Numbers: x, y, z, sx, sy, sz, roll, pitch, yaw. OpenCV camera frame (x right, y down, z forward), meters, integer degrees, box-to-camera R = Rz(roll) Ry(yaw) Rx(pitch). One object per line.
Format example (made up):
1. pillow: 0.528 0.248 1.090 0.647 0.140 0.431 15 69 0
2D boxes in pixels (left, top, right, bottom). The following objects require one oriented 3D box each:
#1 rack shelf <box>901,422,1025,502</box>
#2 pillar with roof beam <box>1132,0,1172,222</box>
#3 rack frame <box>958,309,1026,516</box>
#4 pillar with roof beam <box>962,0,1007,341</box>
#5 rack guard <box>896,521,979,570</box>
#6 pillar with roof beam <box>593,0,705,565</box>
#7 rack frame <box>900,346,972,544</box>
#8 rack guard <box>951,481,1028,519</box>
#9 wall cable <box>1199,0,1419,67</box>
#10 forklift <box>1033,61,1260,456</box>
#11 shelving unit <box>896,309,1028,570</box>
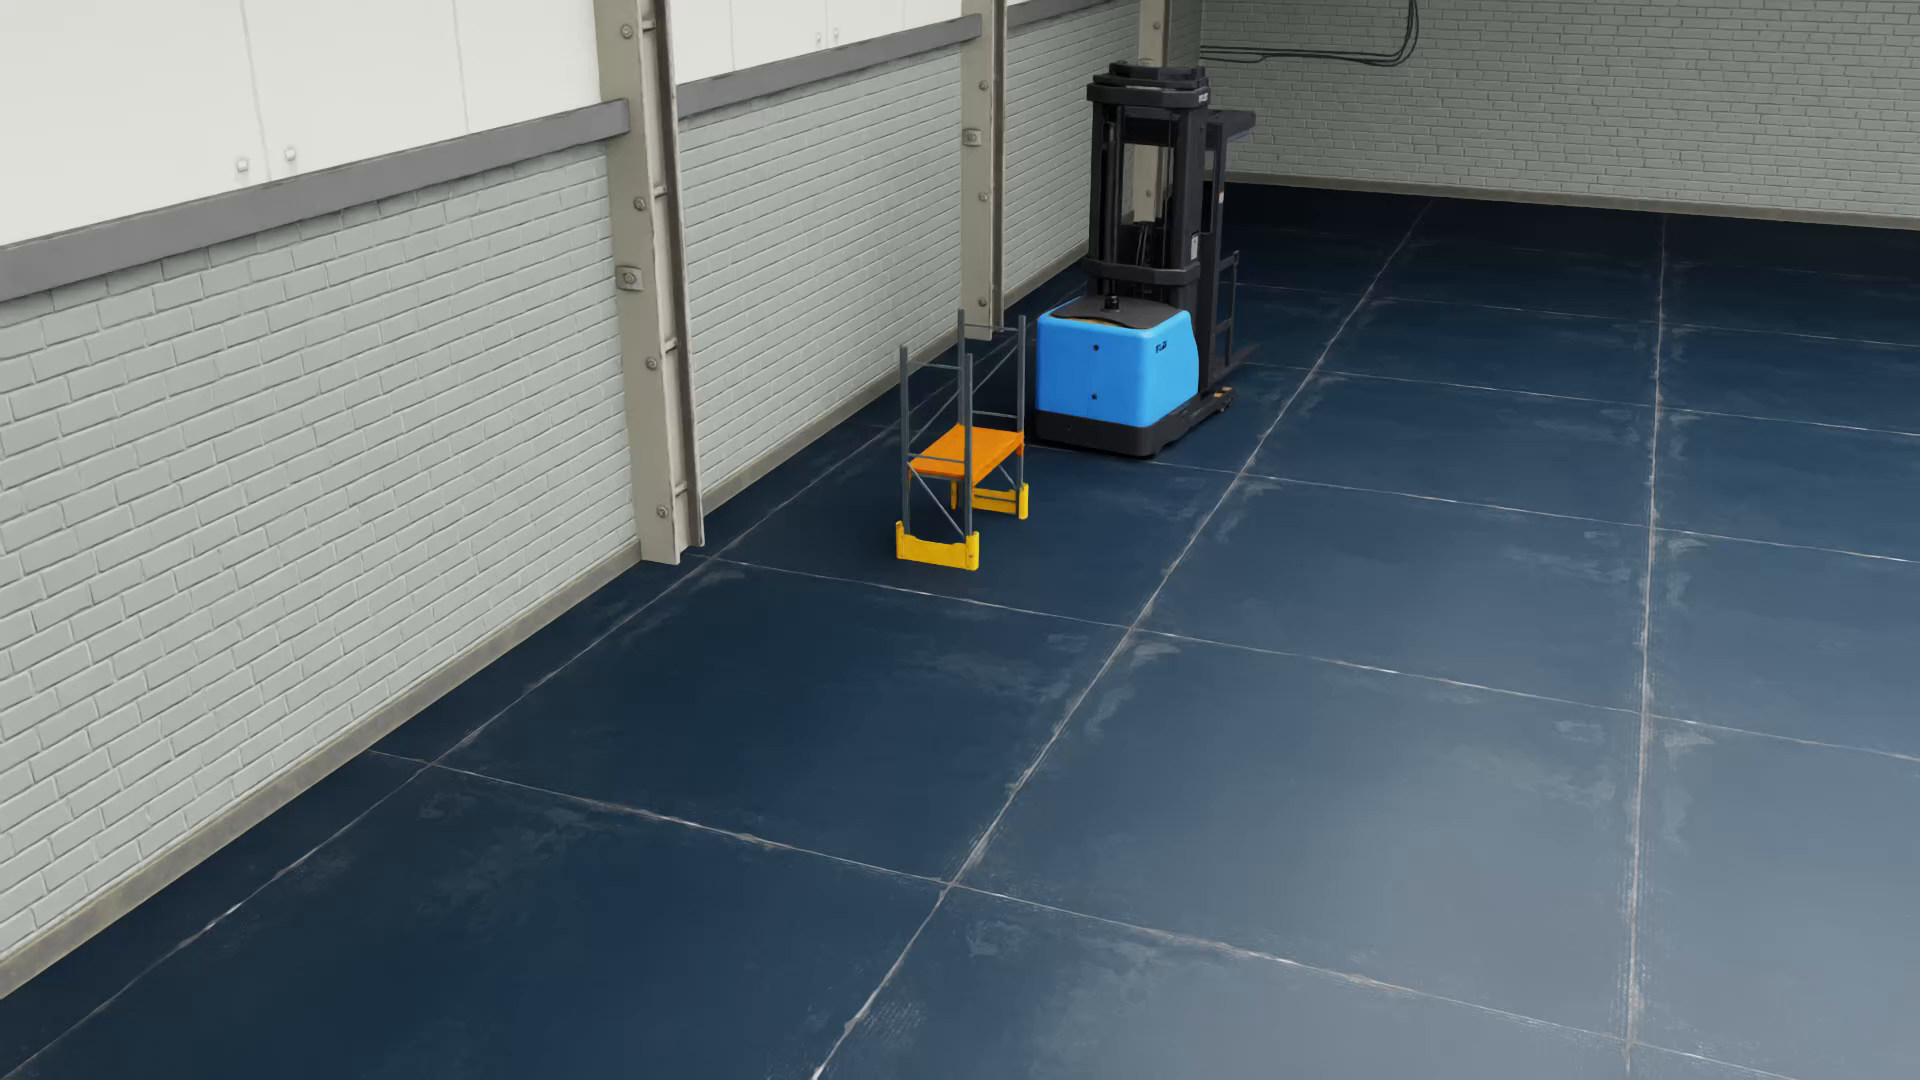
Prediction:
1. rack shelf: 0.032 -0.557 11.603 0.538 0.185 1.000 9 24 20
2. pillar with roof beam: 6.450 -7.751 18.632 9.100 9.000 0.400 9 24 20
3. rack frame: 0.221 -0.904 11.970 0.500 1.500 0.032 9 24 20
4. pillar with roof beam: 4.222 -5.604 13.492 9.100 9.000 0.400 9 24 20
5. rack guard: -0.157 0.036 11.340 0.587 0.250 0.087 9 24 20
6. pillar with roof beam: 1.993 -3.457 8.351 9.100 9.000 0.400 9 24 20
7. rack frame: -0.157 -0.541 11.099 0.500 1.500 0.032 9 24 20
8. rack guard: 0.213 -0.321 12.194 0.587 0.250 0.087 9 24 20
9. wall cable: 4.775 -7.800 22.777 3.097 2.526 0.112 9 24 20
10. forklift: 1.765 -2.541 14.029 1.130 2.935 3.031 12 26 27
11. shelving unit: 0.028 -0.719 11.526 0.587 1.500 1.083 9 24 20
